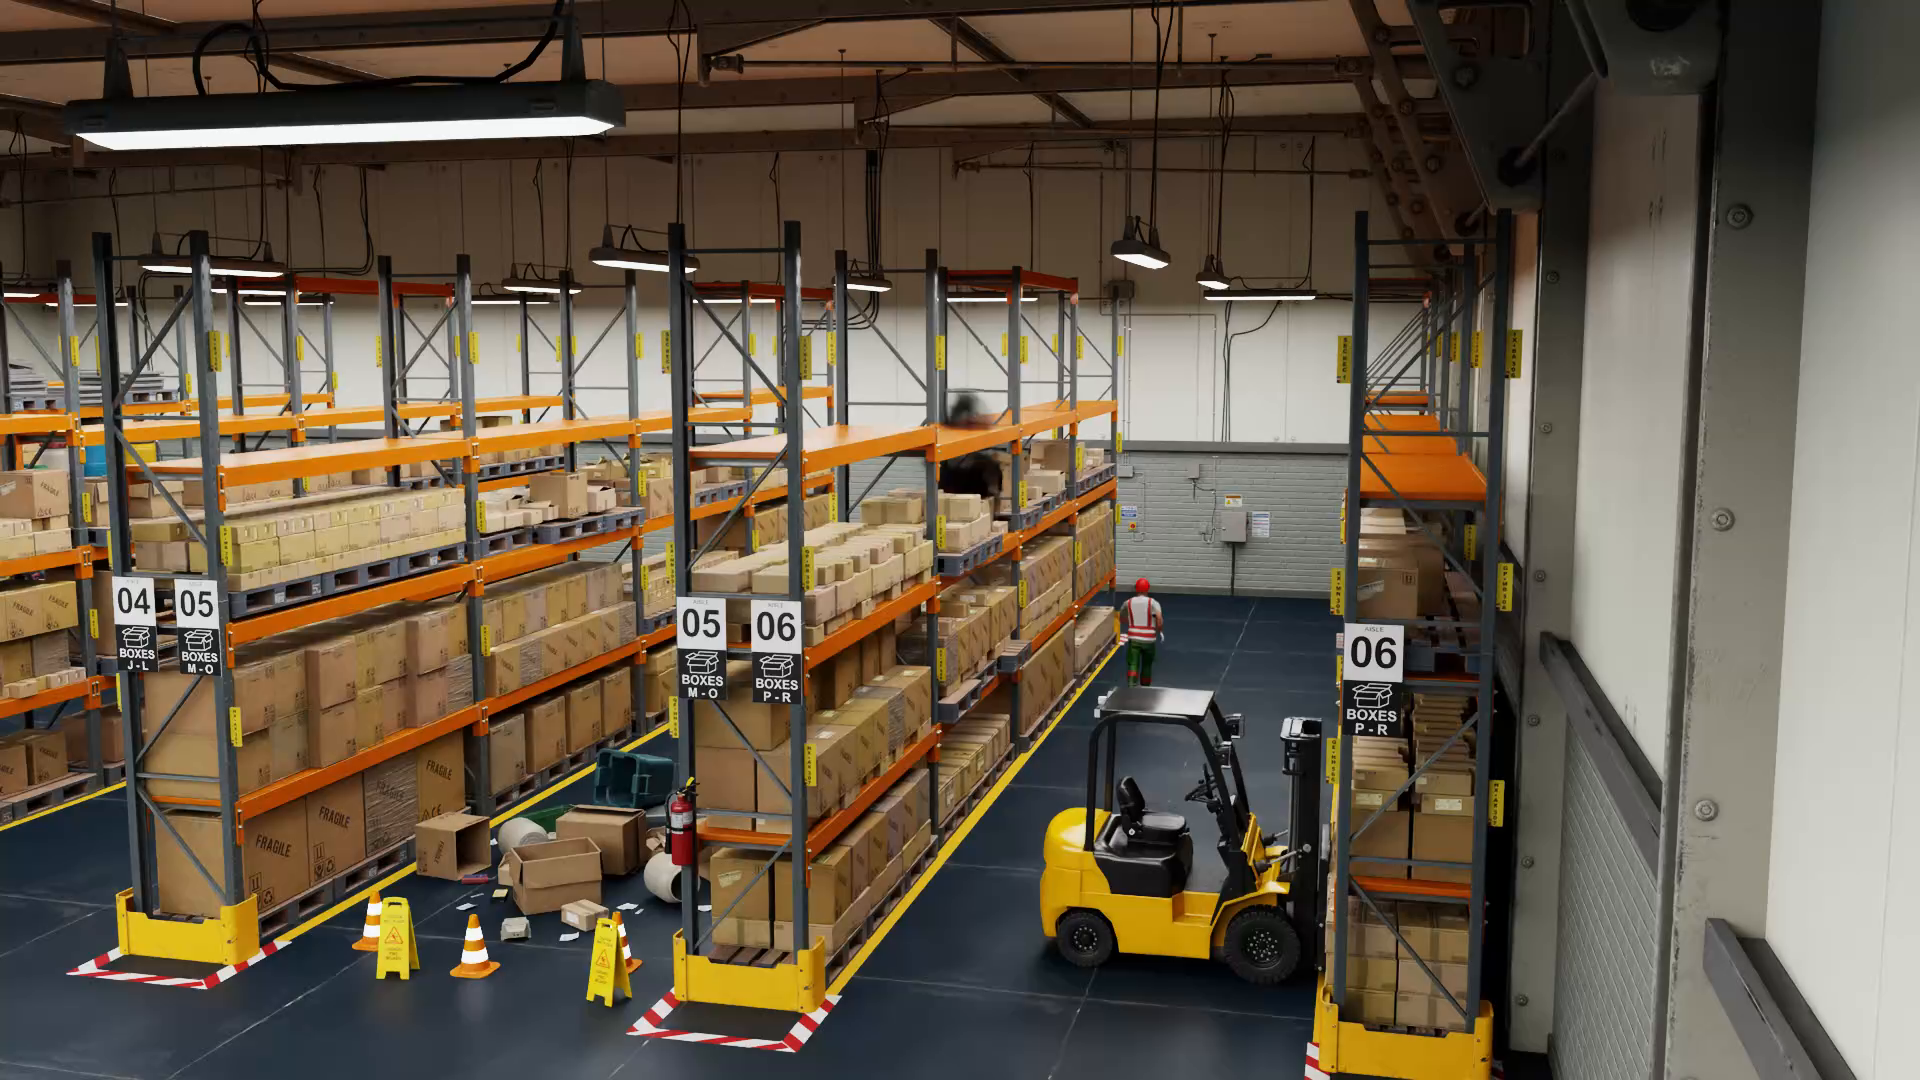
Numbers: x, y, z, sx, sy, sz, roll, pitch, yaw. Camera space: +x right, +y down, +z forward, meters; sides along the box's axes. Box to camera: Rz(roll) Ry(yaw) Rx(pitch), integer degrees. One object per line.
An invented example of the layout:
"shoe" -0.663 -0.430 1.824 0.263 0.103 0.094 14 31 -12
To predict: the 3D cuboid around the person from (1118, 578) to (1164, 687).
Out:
"person" 2.534 1.387 23.274 0.649 1.713 0.871 2 7 14
